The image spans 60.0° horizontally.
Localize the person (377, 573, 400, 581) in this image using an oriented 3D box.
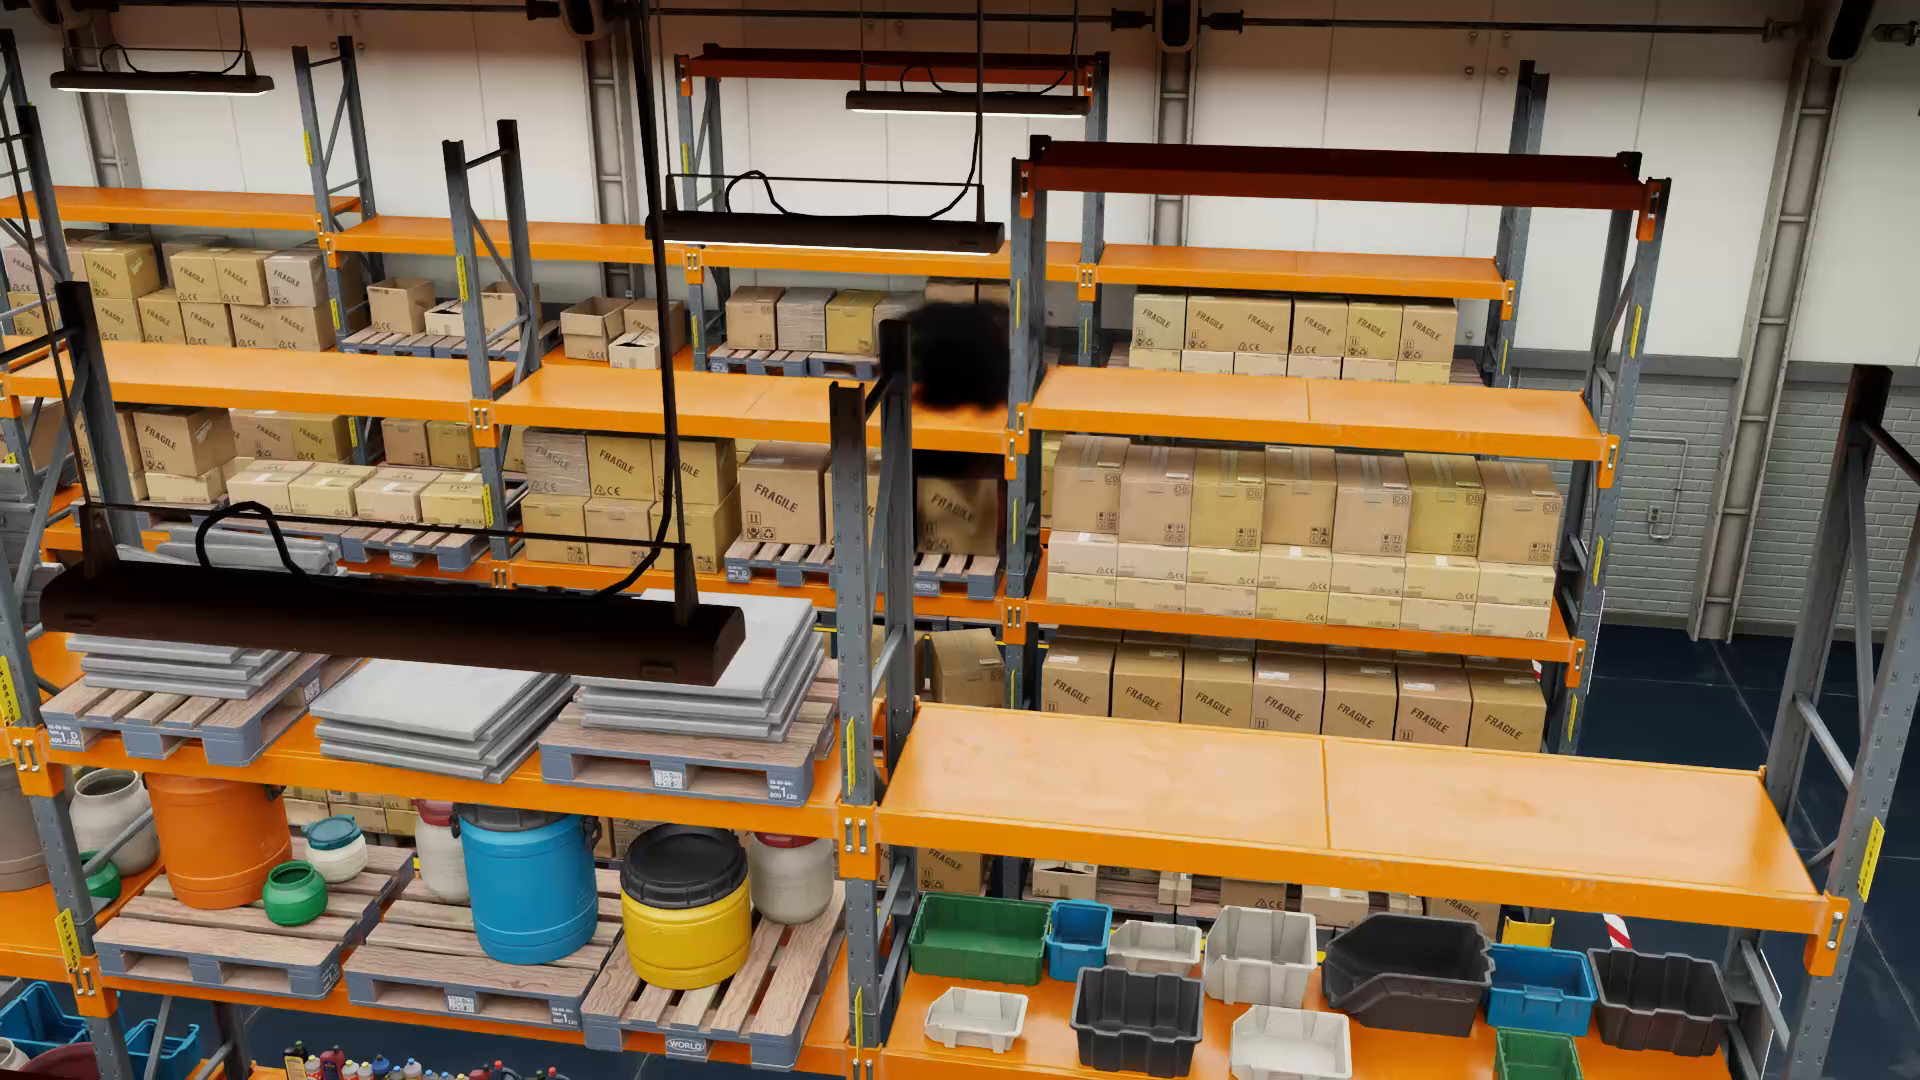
[{"bbox_3d":[-5.215,1.009,15.872,0.545,1.670,0.661,-1,23,-3],"label":"person"}]
